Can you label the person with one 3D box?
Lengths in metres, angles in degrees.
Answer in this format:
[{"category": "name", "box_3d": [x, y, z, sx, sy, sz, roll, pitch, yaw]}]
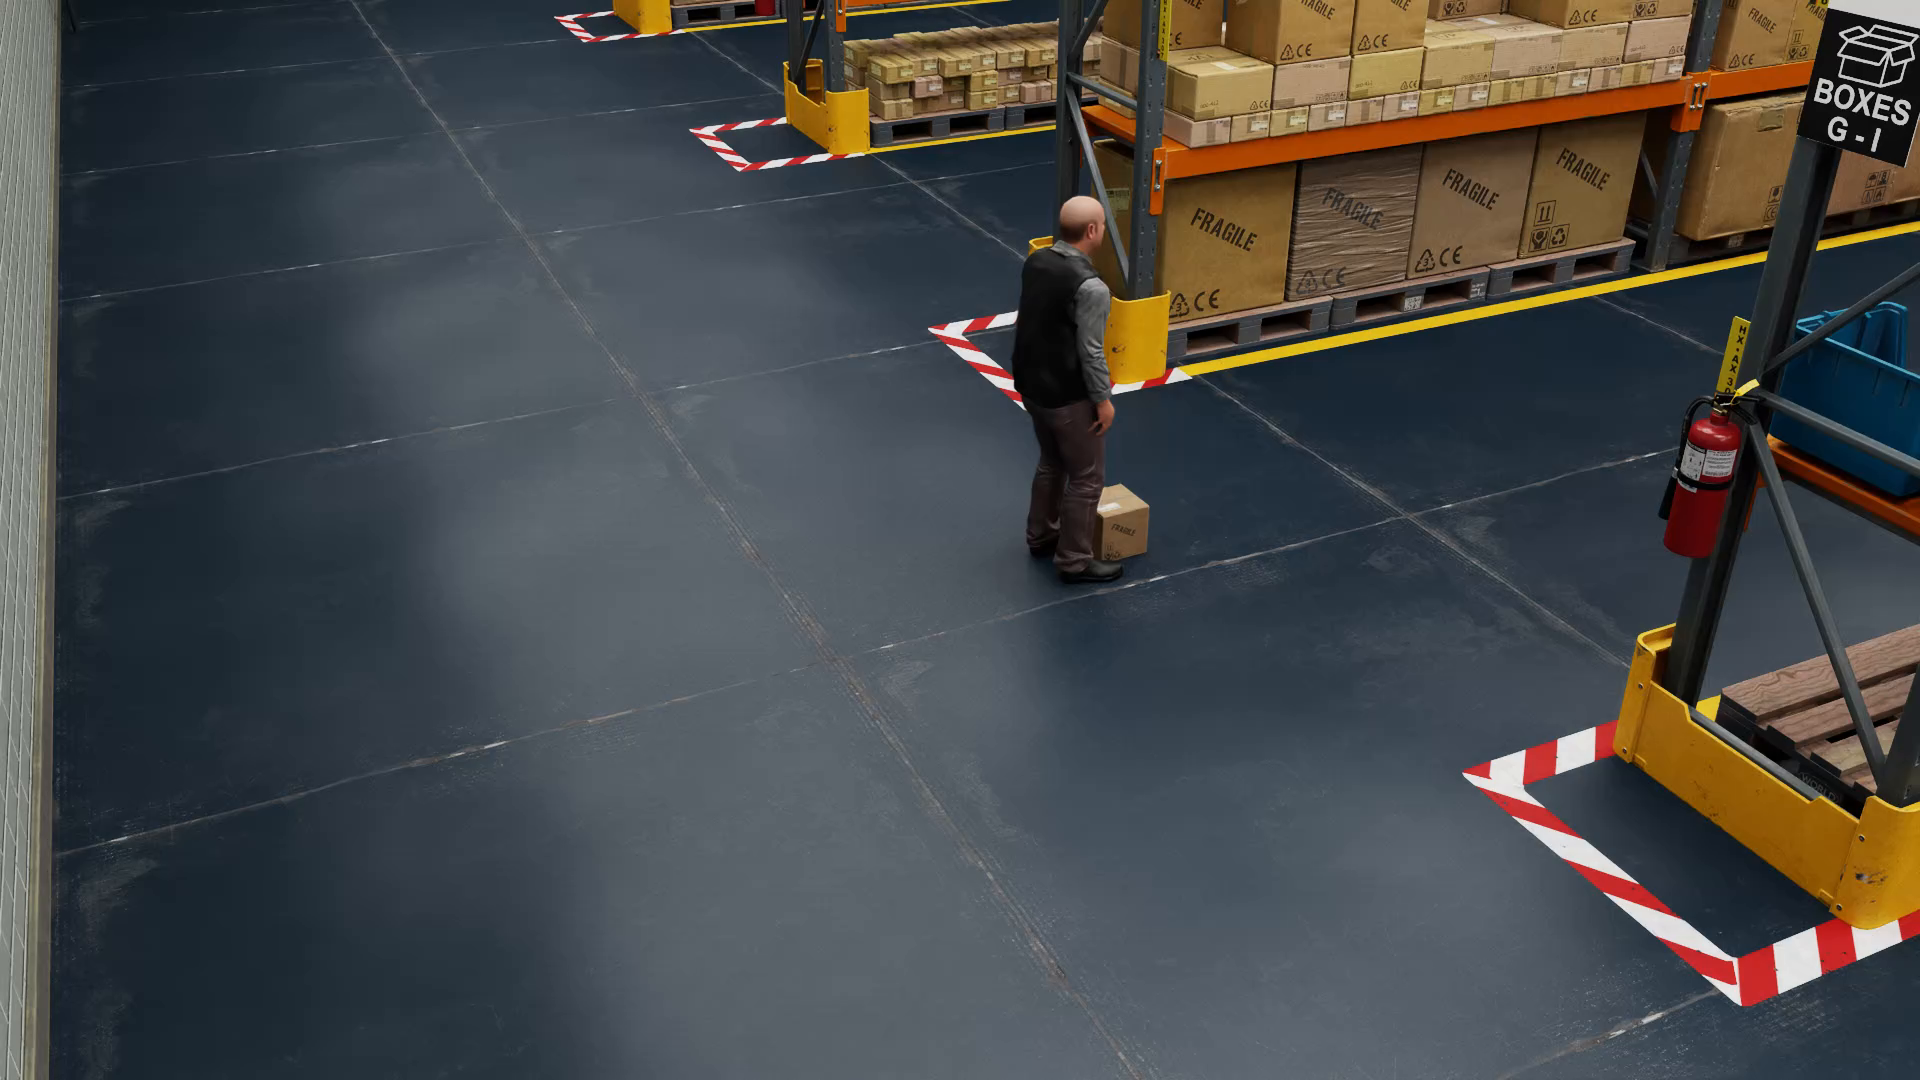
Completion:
[{"category": "person", "box_3d": [0.456, -0.659, 7.329, 0.425, 1.720, 0.592, -15, 33, -25]}]
